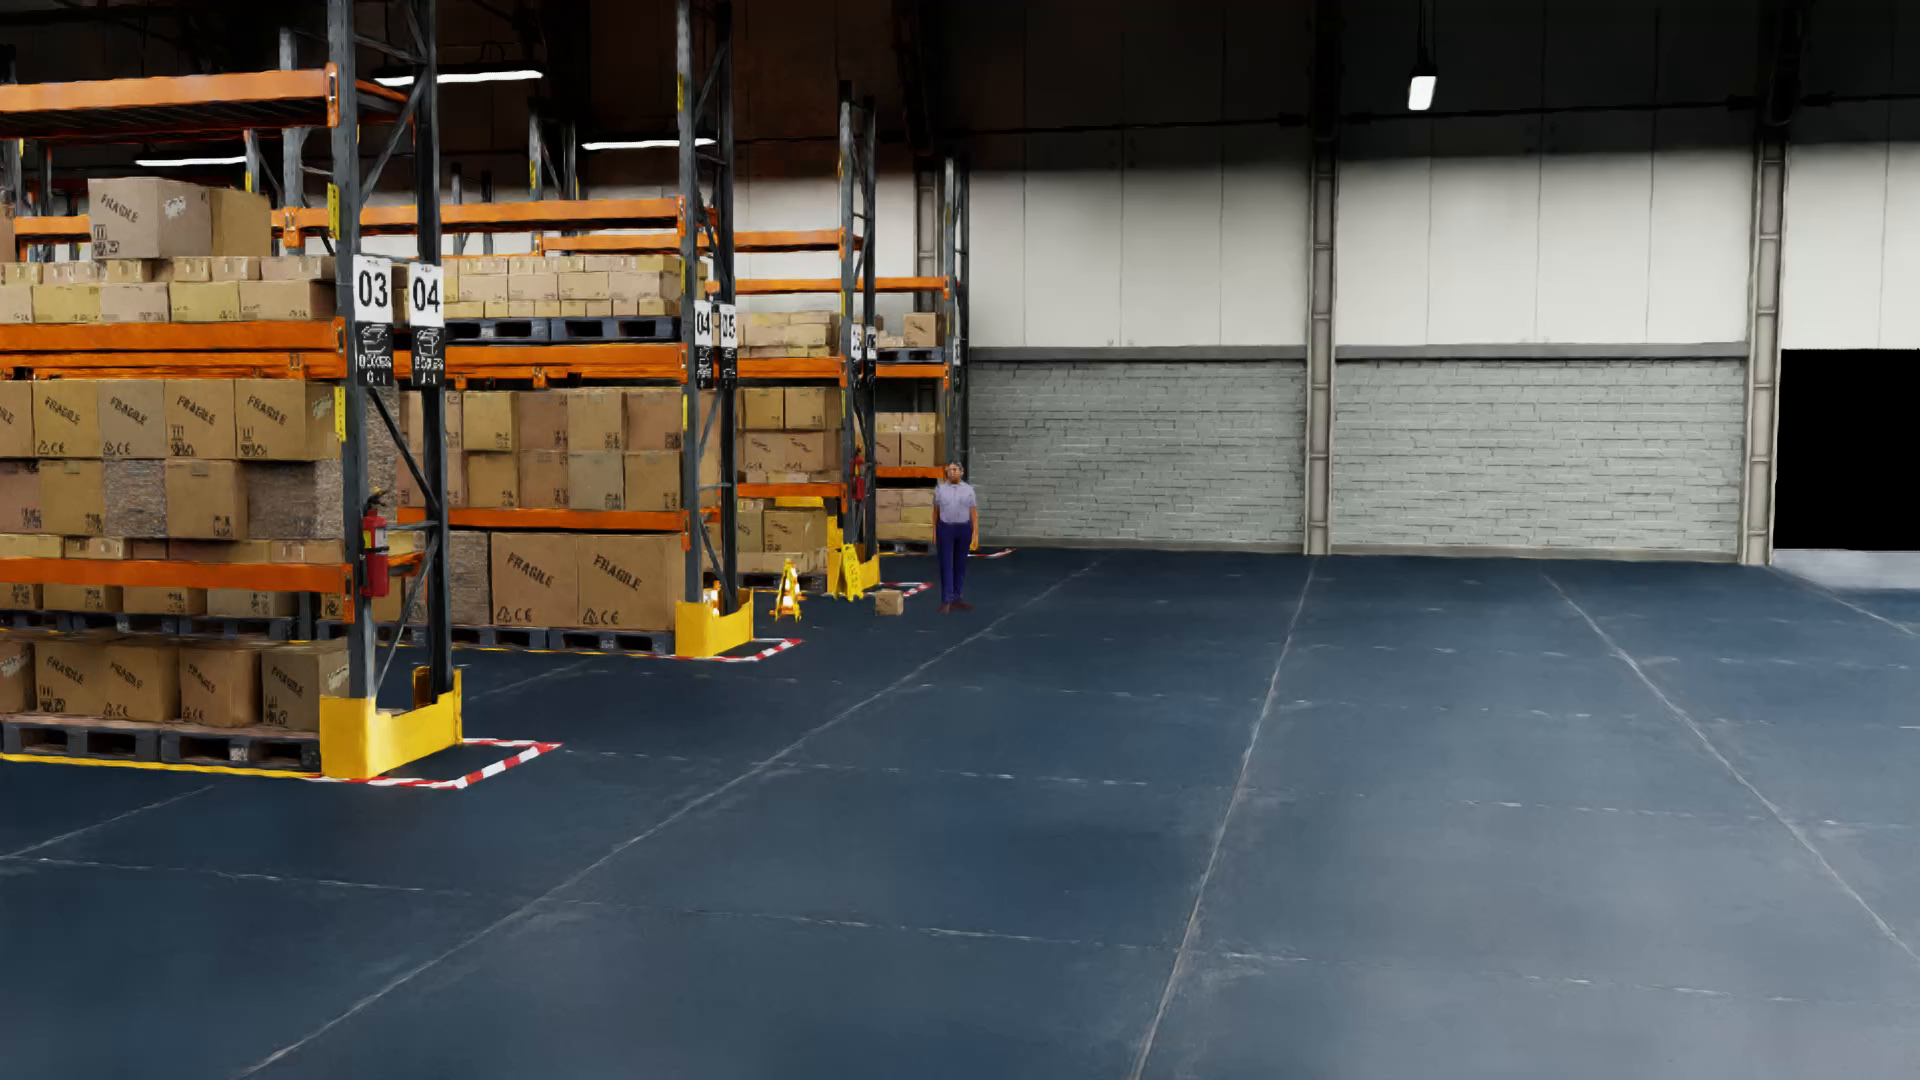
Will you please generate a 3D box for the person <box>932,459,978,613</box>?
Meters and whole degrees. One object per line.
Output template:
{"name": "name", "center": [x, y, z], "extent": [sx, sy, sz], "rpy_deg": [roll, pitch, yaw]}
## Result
{"name": "person", "center": [-0.056, -0.049, 18.171], "extent": [0.494, 1.657, 0.407], "rpy_deg": [-1, 5, -10]}
